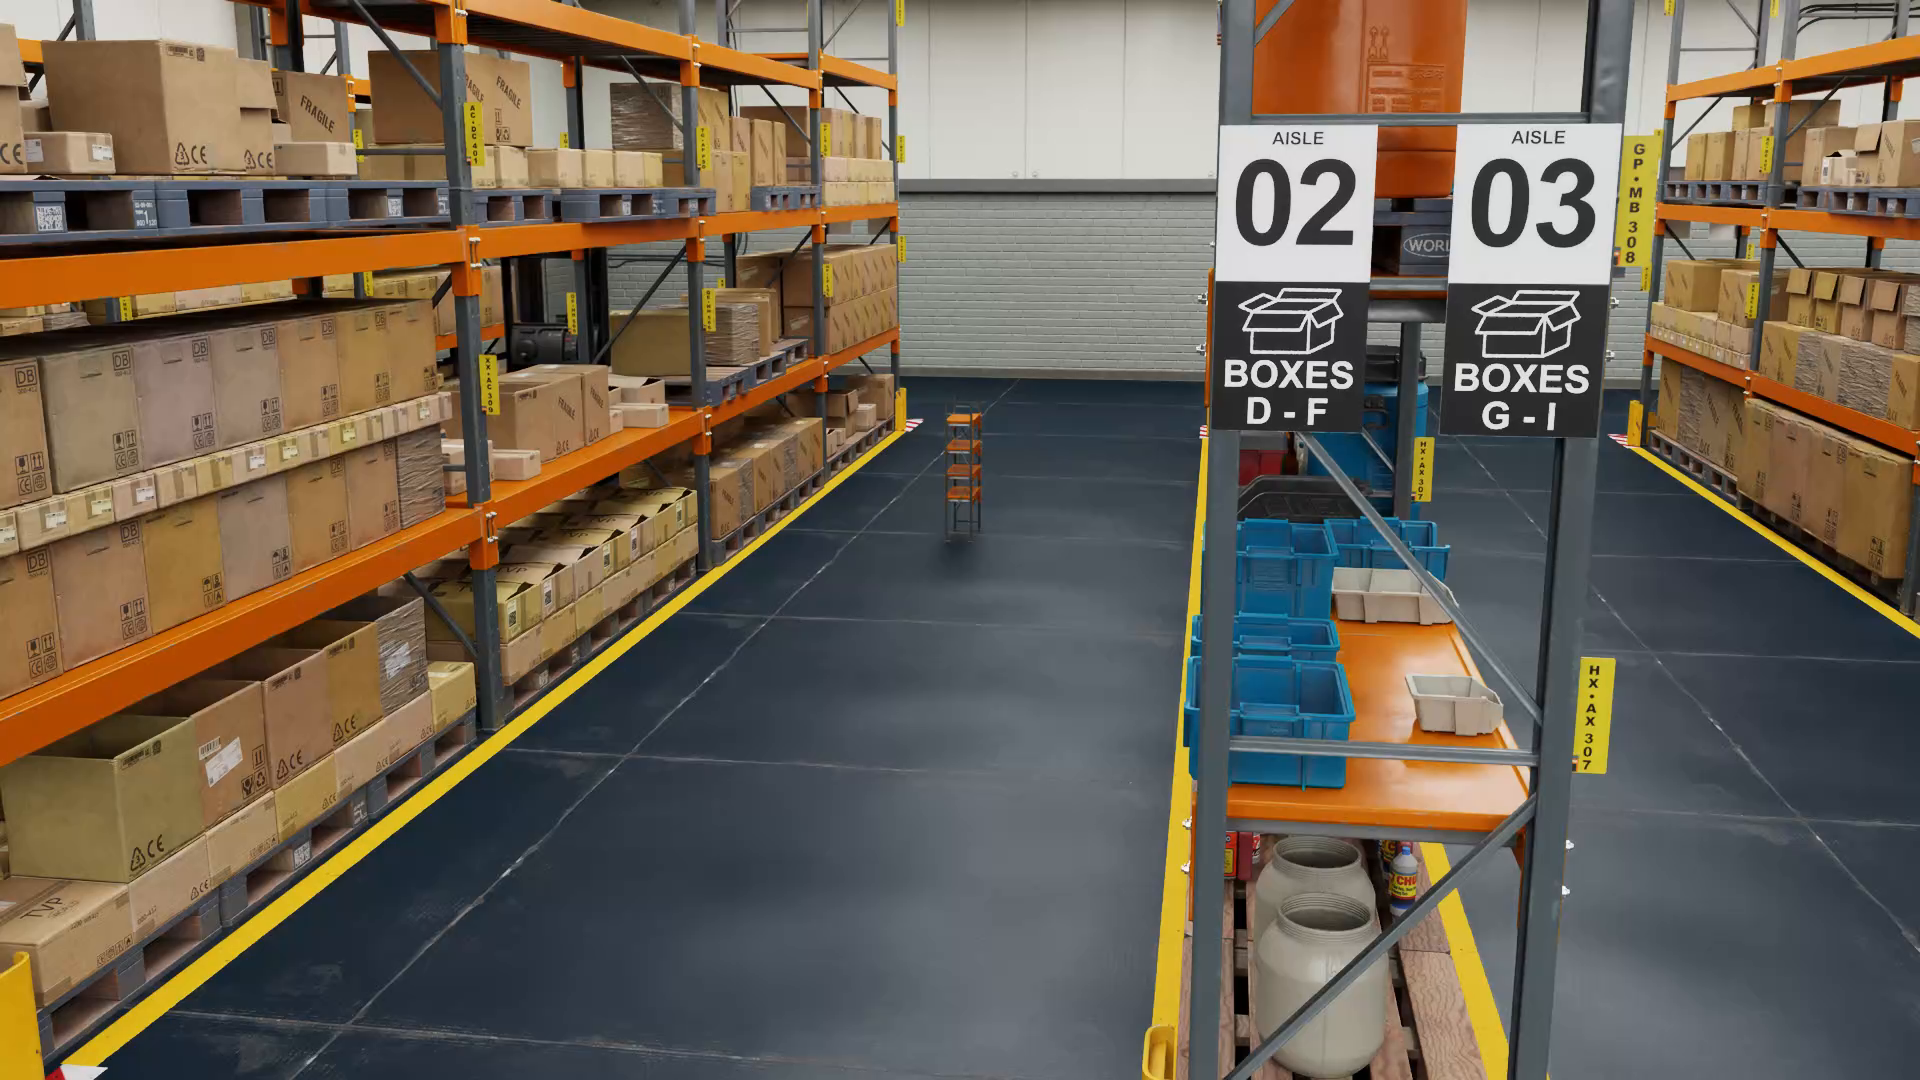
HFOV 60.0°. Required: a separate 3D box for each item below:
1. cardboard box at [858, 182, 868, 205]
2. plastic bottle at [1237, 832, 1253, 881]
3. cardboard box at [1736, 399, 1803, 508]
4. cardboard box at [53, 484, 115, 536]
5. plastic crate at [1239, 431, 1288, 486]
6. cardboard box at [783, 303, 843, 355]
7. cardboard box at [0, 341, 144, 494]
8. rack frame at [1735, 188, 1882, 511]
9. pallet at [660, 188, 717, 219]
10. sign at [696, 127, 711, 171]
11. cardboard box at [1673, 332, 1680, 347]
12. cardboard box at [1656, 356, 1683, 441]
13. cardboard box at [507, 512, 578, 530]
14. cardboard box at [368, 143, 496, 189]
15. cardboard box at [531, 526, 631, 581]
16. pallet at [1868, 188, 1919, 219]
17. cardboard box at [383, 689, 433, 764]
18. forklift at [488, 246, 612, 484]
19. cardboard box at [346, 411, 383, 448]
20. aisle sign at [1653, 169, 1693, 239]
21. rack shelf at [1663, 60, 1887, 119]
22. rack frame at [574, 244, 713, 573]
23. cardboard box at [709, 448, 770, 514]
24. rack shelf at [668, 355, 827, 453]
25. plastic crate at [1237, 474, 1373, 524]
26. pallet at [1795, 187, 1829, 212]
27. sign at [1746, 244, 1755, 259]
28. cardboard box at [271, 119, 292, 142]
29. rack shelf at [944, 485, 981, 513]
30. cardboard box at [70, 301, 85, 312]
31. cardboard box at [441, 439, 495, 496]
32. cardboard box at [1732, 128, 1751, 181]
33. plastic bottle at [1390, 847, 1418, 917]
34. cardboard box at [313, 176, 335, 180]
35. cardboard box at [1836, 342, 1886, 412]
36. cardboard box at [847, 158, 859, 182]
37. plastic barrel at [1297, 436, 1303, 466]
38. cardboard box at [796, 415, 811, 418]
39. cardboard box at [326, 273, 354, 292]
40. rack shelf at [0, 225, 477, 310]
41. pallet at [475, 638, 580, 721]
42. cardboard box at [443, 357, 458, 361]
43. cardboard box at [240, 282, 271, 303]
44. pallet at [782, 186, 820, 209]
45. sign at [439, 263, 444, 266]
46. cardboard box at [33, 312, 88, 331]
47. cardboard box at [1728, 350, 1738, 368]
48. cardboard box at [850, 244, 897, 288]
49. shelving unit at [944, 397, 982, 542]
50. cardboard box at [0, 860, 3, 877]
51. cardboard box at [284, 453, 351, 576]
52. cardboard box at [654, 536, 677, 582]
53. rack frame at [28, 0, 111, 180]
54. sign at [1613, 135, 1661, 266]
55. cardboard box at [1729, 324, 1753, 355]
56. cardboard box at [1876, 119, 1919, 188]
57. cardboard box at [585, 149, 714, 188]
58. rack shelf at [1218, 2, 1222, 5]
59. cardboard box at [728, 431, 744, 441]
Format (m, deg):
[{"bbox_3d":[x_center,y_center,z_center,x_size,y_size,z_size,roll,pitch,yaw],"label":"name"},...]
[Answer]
[{"bbox_3d":[-1.328,-3.865,18.543,0.500,0.250,0.500,2,12,9],"label":"cardboard box"},{"bbox_3d":[1.189,1.261,6.926,0.061,0.283,0.133,2,12,9],"label":"plastic bottle"},{"bbox_3d":[7.829,-0.777,15.027,1.225,0.875,0.875,2,12,9],"label":"cardboard box"},{"bbox_3d":[-3.375,-0.116,6.135,0.380,0.149,0.250,2,12,9],"label":"cardboard box"},{"bbox_3d":[1.555,-0.382,8.993,0.402,0.464,0.583,2,12,9],"label":"plastic crate"},{"bbox_3d":[-1.533,-2.213,17.403,0.500,0.500,0.500,2,12,10],"label":"cardboard box"},{"bbox_3d":[-3.558,-0.469,6.232,0.700,0.500,0.500,2,12,7],"label":"cardboard box"},{"bbox_3d":[7.908,-1.745,15.469,1.000,3.000,0.127,2,12,9],"label":"rack frame"},{"bbox_3d":[-2.511,-2.464,12.133,1.213,0.211,1.003,2,12,11],"label":"pallet"},{"bbox_3d":[-1.948,-2.972,12.628,0.100,0.325,0.005,2,12,9],"label":"sign"},{"bbox_3d":[7.986,-2.177,18.073,0.380,0.149,0.250,2,12,8],"label":"cardboard box"},{"bbox_3d":[8.503,-1.608,18.882,0.875,0.875,0.875,2,12,9],"label":"cardboard box"},{"bbox_3d":[-3.019,-0.054,11.822,0.500,0.311,0.500,2,12,7],"label":"cardboard box"},{"bbox_3d":[-3.006,-2.127,9.484,0.500,0.250,0.500,3,13,15],"label":"cardboard box"},{"bbox_3d":[-2.566,0.066,11.268,0.500,0.311,0.500,2,12,10],"label":"cardboard box"},{"bbox_3d":[7.339,-2.422,11.939,1.213,0.211,1.003,2,12,11],"label":"pallet"},{"bbox_3d":[-3.053,0.945,8.518,0.500,0.250,0.500,2,12,9],"label":"cardboard box"},{"bbox_3d":[-4.216,-2.039,16.999,1.130,2.935,3.031,2,12,8],"label":"forklift"},{"bbox_3d":[-3.058,-0.543,8.115,0.380,0.149,0.250,2,12,9],"label":"cardboard box"},{"bbox_3d":[8.238,-3.873,19.173,0.394,0.787,0.004,2,12,9],"label":"aisle sign"},{"bbox_3d":[8.215,-4.546,16.887,1.077,0.370,4.000,2,12,9],"label":"rack shelf"},{"bbox_3d":[-2.495,-1.234,13.098,1.000,3.000,0.127,2,12,9],"label":"rack frame"},{"bbox_3d":[-1.986,-0.526,14.702,0.500,0.500,0.500,2,12,8],"label":"cardboard box"},{"bbox_3d":[-2.188,-1.298,15.106,1.077,0.370,4.000,2,12,9],"label":"rack shelf"},{"bbox_3d":[1.577,-0.105,8.006,0.767,0.338,0.504,2,12,9],"label":"plastic crate"},{"bbox_3d":[7.815,-2.925,14.280,0.805,0.209,1.217,1,12,6],"label":"pallet"},{"bbox_3d":[9.057,-3.239,19.091,0.100,0.325,0.005,2,12,9],"label":"sign"},{"bbox_3d":[-3.532,-1.889,7.900,0.500,0.311,0.500,1,12,6],"label":"cardboard box"},{"bbox_3d":[0.025,-0.361,14.583,0.258,0.148,0.480,2,12,9],"label":"rack shelf"},{"bbox_3d":[-7.577,-2.067,14.193,0.500,0.250,0.500,2,12,10],"label":"cardboard box"},{"bbox_3d":[-3.078,-0.432,9.732,0.500,0.250,0.500,3,12,12],"label":"cardboard box"},{"bbox_3d":[8.056,-3.791,16.371,0.700,0.500,0.500,3,12,12],"label":"cardboard box"},{"bbox_3d":[1.755,1.344,6.568,0.097,0.271,0.097,0,12,0],"label":"plastic bottle"},{"bbox_3d":[-6.902,-4.023,18.044,0.500,0.250,0.500,2,12,9],"label":"cardboard box"},{"bbox_3d":[7.283,-1.283,13.091,0.500,0.500,0.500,1,12,7],"label":"cardboard box"},{"bbox_3d":[-1.396,-4.005,18.006,0.500,0.250,0.500,2,12,9],"label":"cardboard box"},{"bbox_3d":[2.260,-0.651,10.072,0.433,0.535,0.433,0,12,0],"label":"plastic barrel"},{"bbox_3d":[-1.958,-1.251,18.516,0.500,0.311,0.500,2,12,9],"label":"cardboard box"},{"bbox_3d":[-6.595,-2.691,17.090,0.500,0.250,0.500,2,12,10],"label":"cardboard box"},{"bbox_3d":[-3.418,-1.099,7.062,1.077,0.370,4.000,2,12,9],"label":"rack shelf"},{"bbox_3d":[-3.036,0.807,10.246,1.003,0.211,1.213,2,12,9],"label":"pallet"},{"bbox_3d":[-6.348,-2.243,21.177,0.380,0.149,0.250,2,12,9],"label":"cardboard box"},{"bbox_3d":[-6.839,-2.373,15.613,0.500,0.250,0.500,2,12,7],"label":"cardboard box"},{"bbox_3d":[-2.050,-3.307,16.046,1.213,0.211,1.003,2,12,9],"label":"pallet"},{"bbox_3d":[-6.708,-3.540,21.556,0.100,0.325,0.005,2,12,9],"label":"sign"},{"bbox_3d":[-7.453,-1.559,13.327,0.700,0.500,0.500,0,12,2],"label":"cardboard box"},{"bbox_3d":[7.670,-1.750,16.088,0.380,0.149,0.250,2,12,10],"label":"cardboard box"},{"bbox_3d":[-1.062,-3.335,20.238,0.500,0.500,0.500,2,12,8],"label":"cardboard box"},{"bbox_3d":[0.025,-0.621,14.527,0.258,1.200,0.503,2,12,9],"label":"shelving unit"},{"bbox_3d":[-3.937,1.083,6.100,0.500,0.500,0.500,2,12,9],"label":"cardboard box"},{"bbox_3d":[-3.328,-0.143,7.800,0.700,0.500,0.500,2,12,9],"label":"cardboard box"},{"bbox_3d":[-2.411,0.130,12.300,0.500,0.250,0.500,2,12,8],"label":"cardboard box"},{"bbox_3d":[-7.391,-4.326,13.207,1.000,3.000,0.127,2,12,9],"label":"rack frame"},{"bbox_3d":[1.711,-0.859,4.219,0.100,0.325,0.005,2,12,9],"label":"sign"},{"bbox_3d":[7.716,-1.917,15.919,0.500,0.250,0.500,2,12,8],"label":"cardboard box"},{"bbox_3d":[7.361,-2.944,12.681,0.500,0.500,0.500,3,12,12],"label":"cardboard box"},{"bbox_3d":[-2.462,-2.841,13.198,0.910,0.500,0.500,2,12,9],"label":"cardboard box"},{"bbox_3d":[2.091,-3.042,9.904,1.077,0.370,4.000,2,12,9],"label":"rack shelf"},{"bbox_3d":[-2.351,-0.752,15.750,0.500,0.500,0.500,2,12,9],"label":"cardboard box"}]
